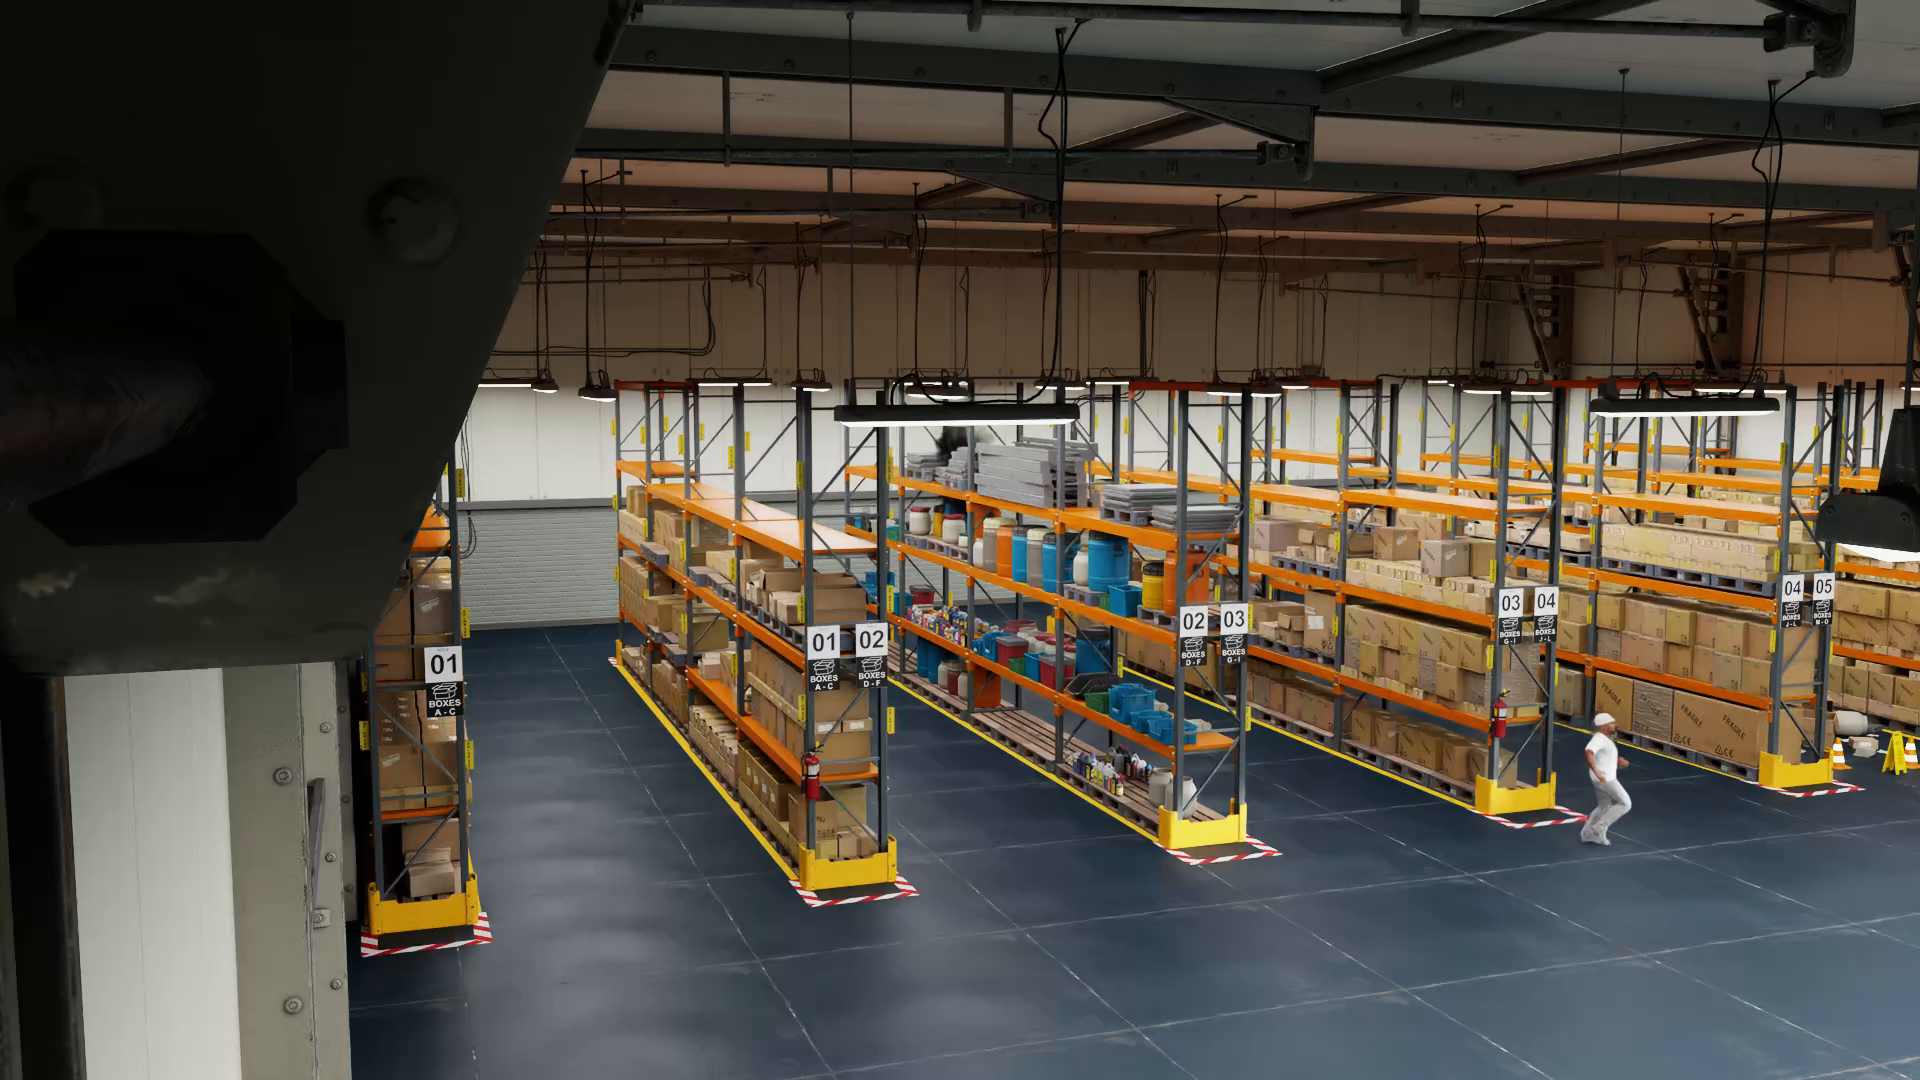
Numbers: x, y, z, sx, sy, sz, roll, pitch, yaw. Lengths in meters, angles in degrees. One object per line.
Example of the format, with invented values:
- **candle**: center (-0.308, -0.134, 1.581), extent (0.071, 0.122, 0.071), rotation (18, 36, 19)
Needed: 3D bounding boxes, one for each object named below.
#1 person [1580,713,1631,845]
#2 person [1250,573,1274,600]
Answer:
- **person**: center (8.520, 3.150, 21.962), extent (0.629, 1.720, 0.705), rotation (1, 6, 12)
- **person**: center (6.687, 1.570, 36.956), extent (0.664, 1.760, 0.940), rotation (-2, 6, -18)
